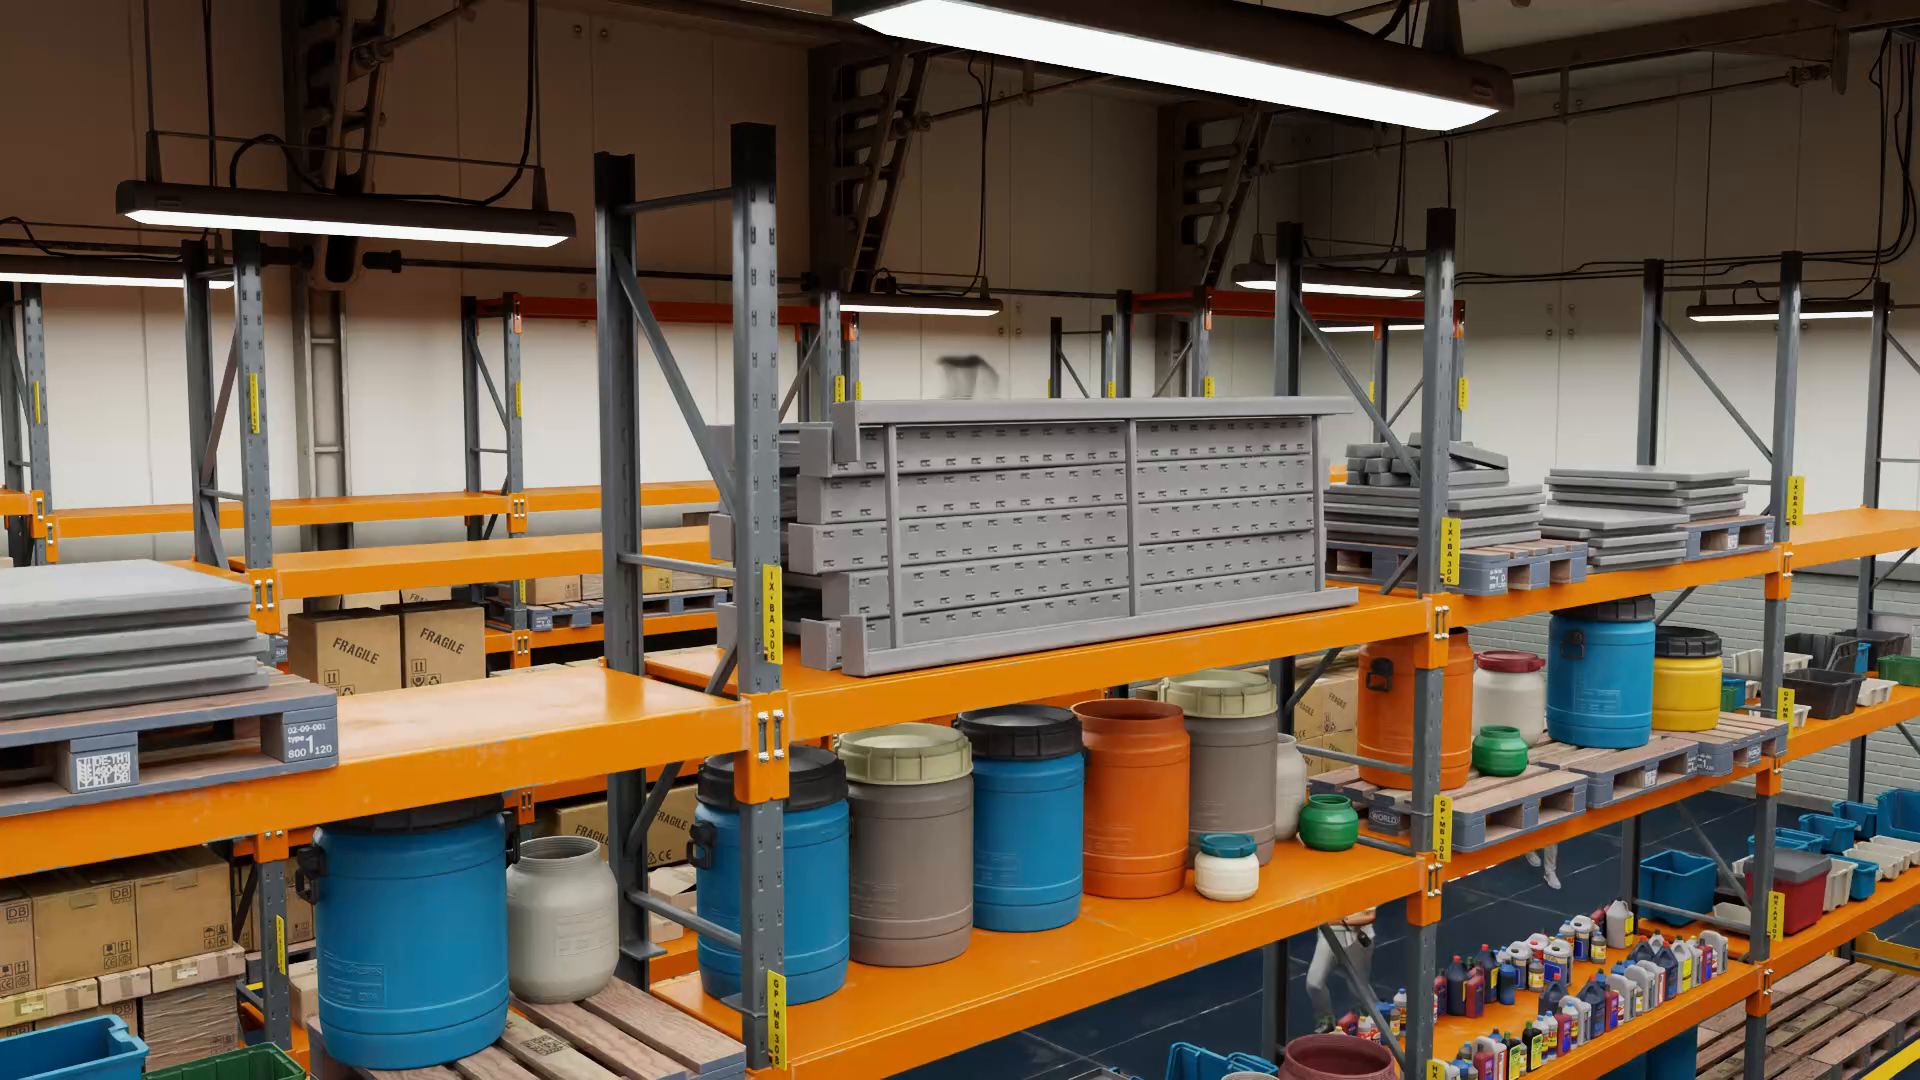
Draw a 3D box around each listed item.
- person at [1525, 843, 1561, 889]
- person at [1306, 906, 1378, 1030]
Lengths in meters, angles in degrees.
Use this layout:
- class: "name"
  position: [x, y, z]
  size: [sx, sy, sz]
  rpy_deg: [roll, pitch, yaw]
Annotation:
- class: "person"
  position: [5.980, 2.721, 17.277]
  size: [0.663, 1.680, 0.708]
  rpy_deg: [-1, 5, -7]
- class: "person"
  position: [2.994, 3.138, 12.839]
  size: [0.728, 1.716, 0.585]
  rpy_deg: [-4, 7, -37]
